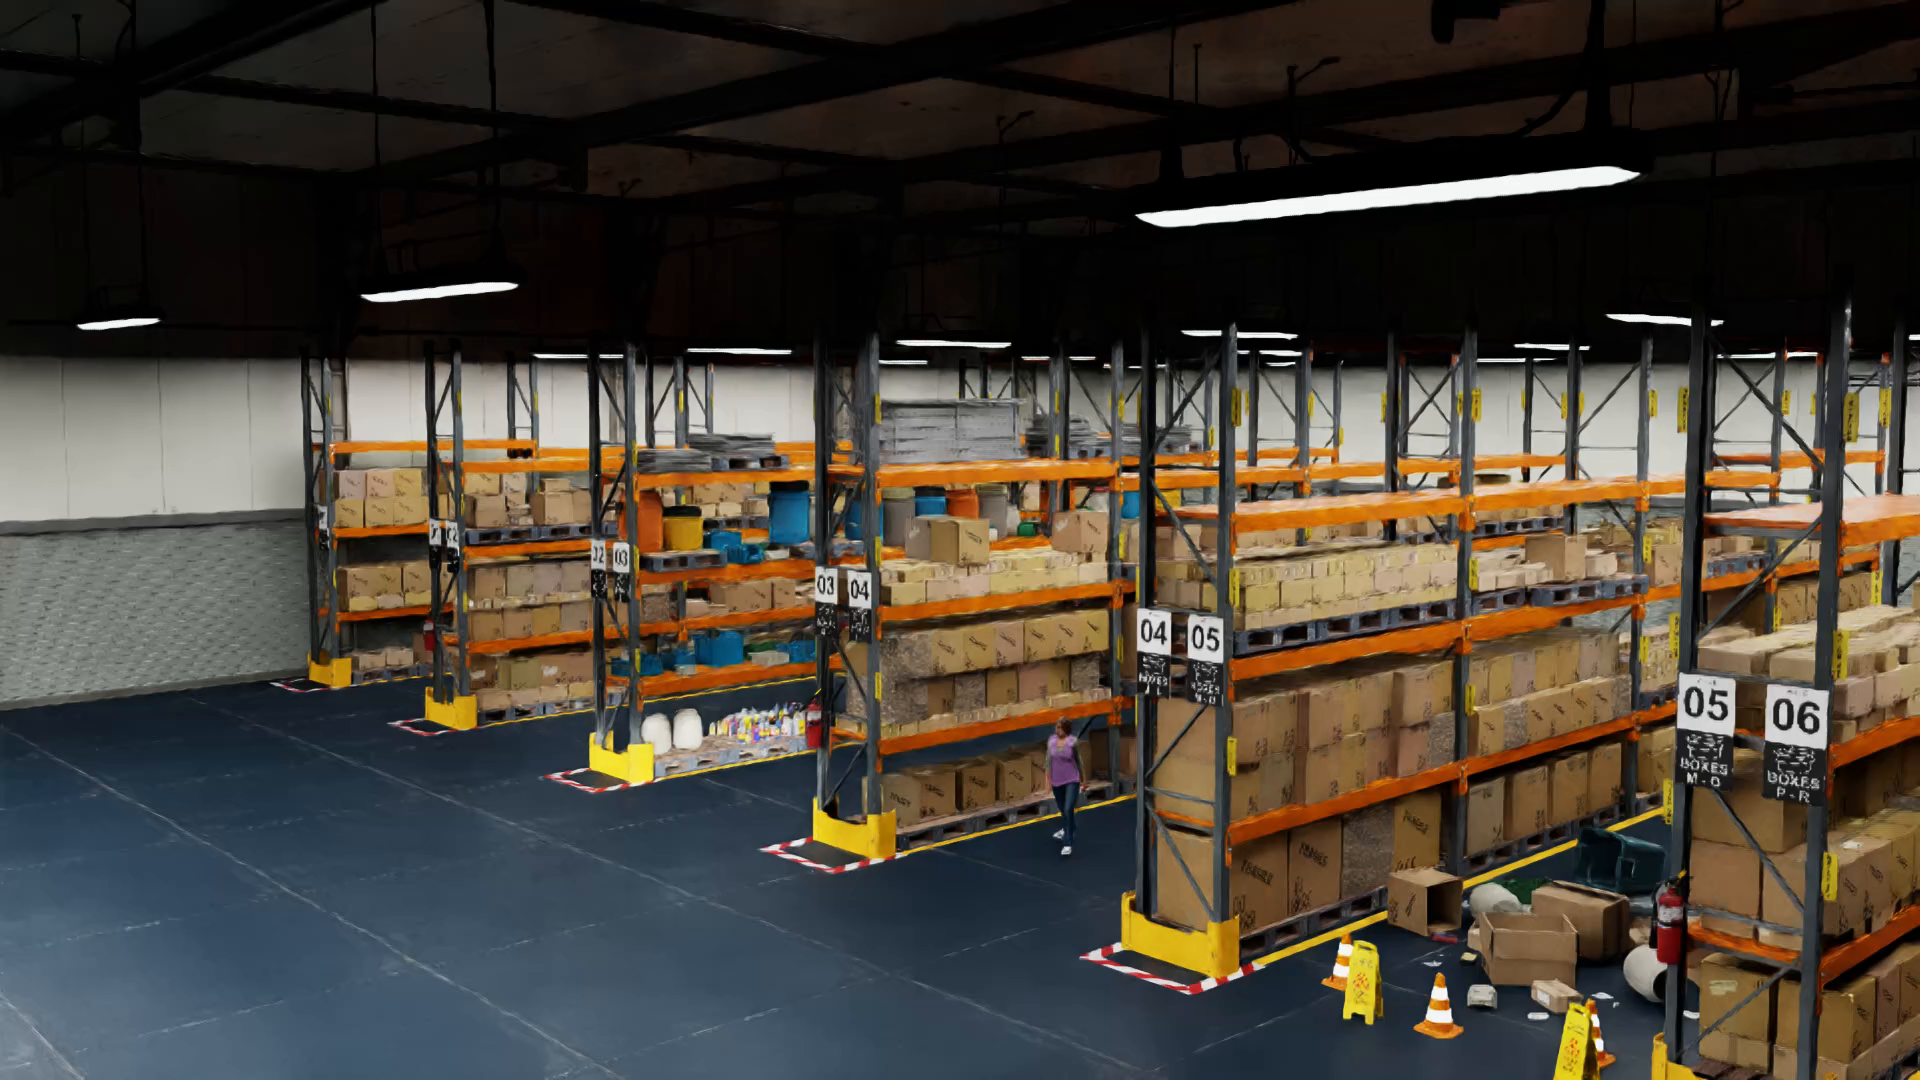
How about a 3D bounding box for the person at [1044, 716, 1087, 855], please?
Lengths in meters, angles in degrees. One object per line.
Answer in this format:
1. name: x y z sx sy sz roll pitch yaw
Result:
1. person: 1.185 2.735 18.881 0.452 1.536 0.881 2 6 24
